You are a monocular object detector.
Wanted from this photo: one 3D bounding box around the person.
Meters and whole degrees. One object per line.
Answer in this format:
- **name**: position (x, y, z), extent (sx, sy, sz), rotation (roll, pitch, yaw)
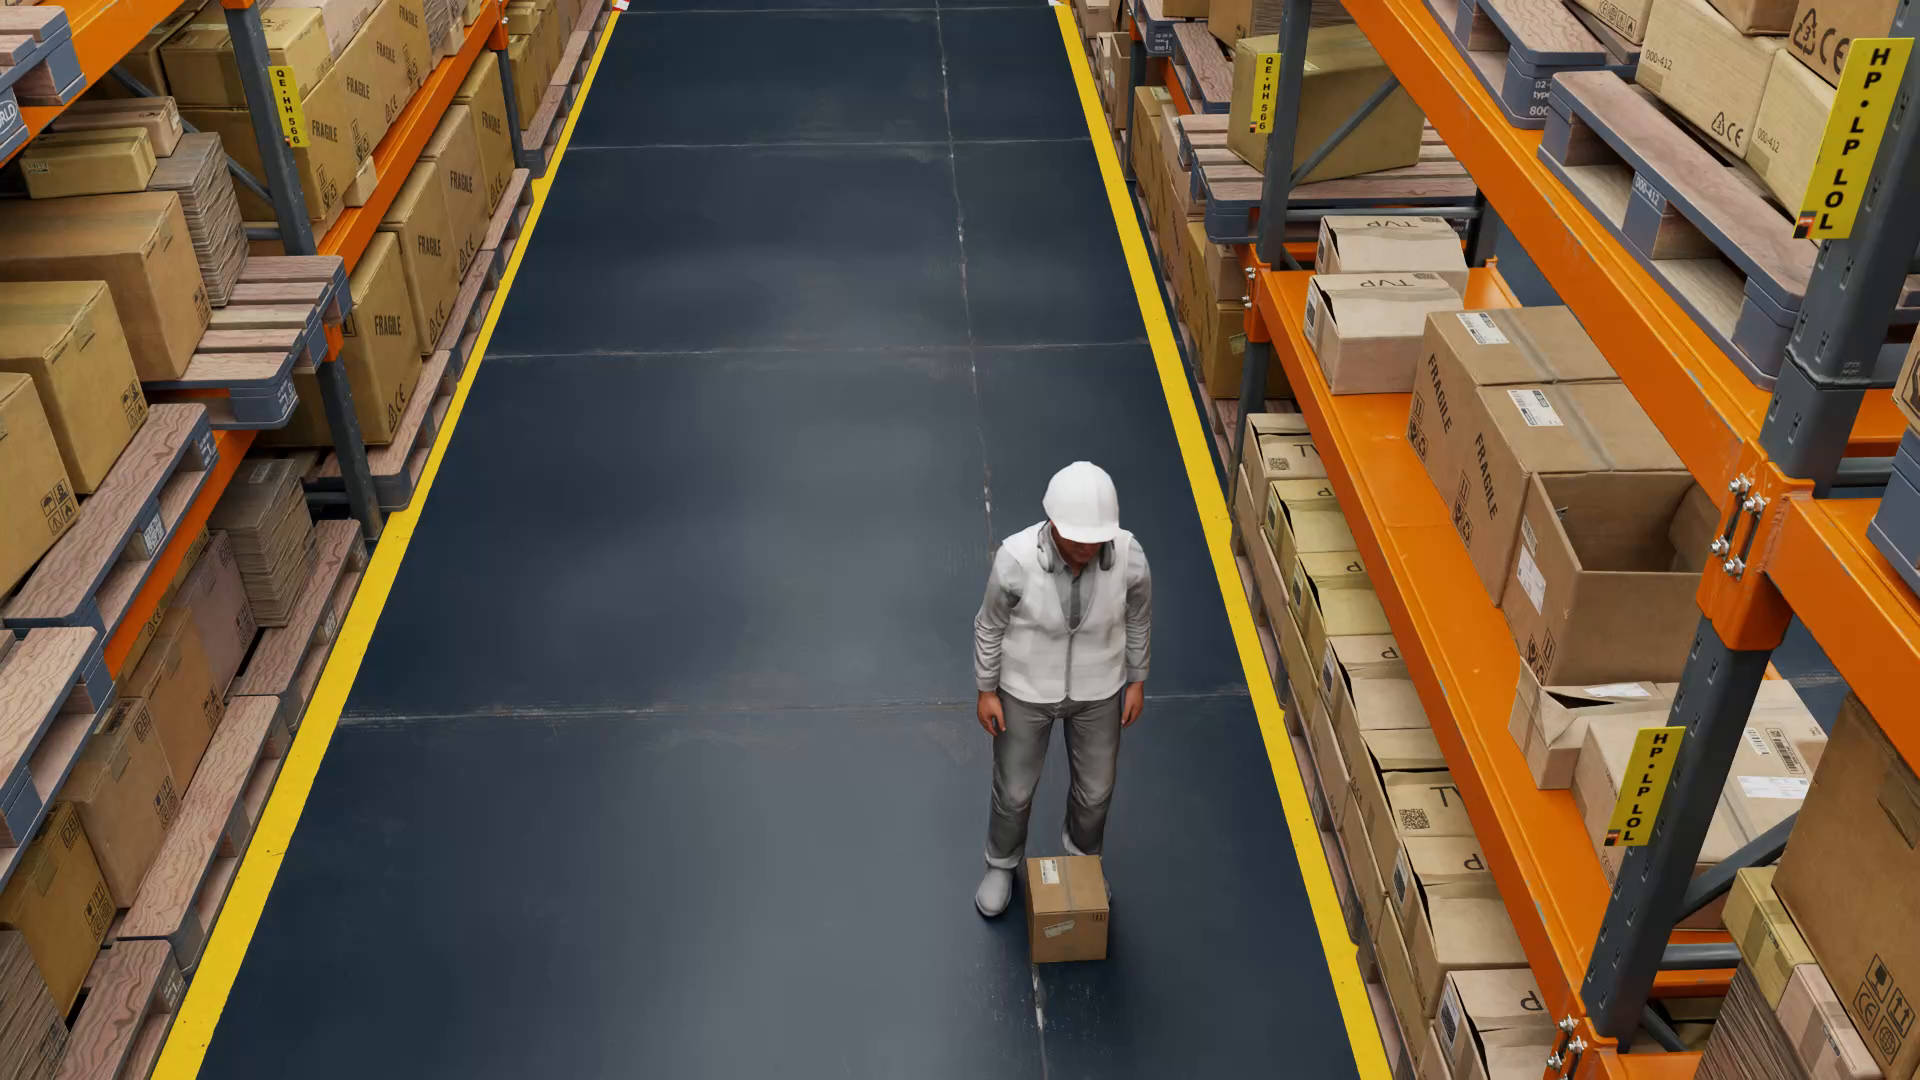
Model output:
- **person**: position (0.333, 0.481, 5.437), extent (0.584, 1.769, 0.464), rotation (-3, 35, -5)
